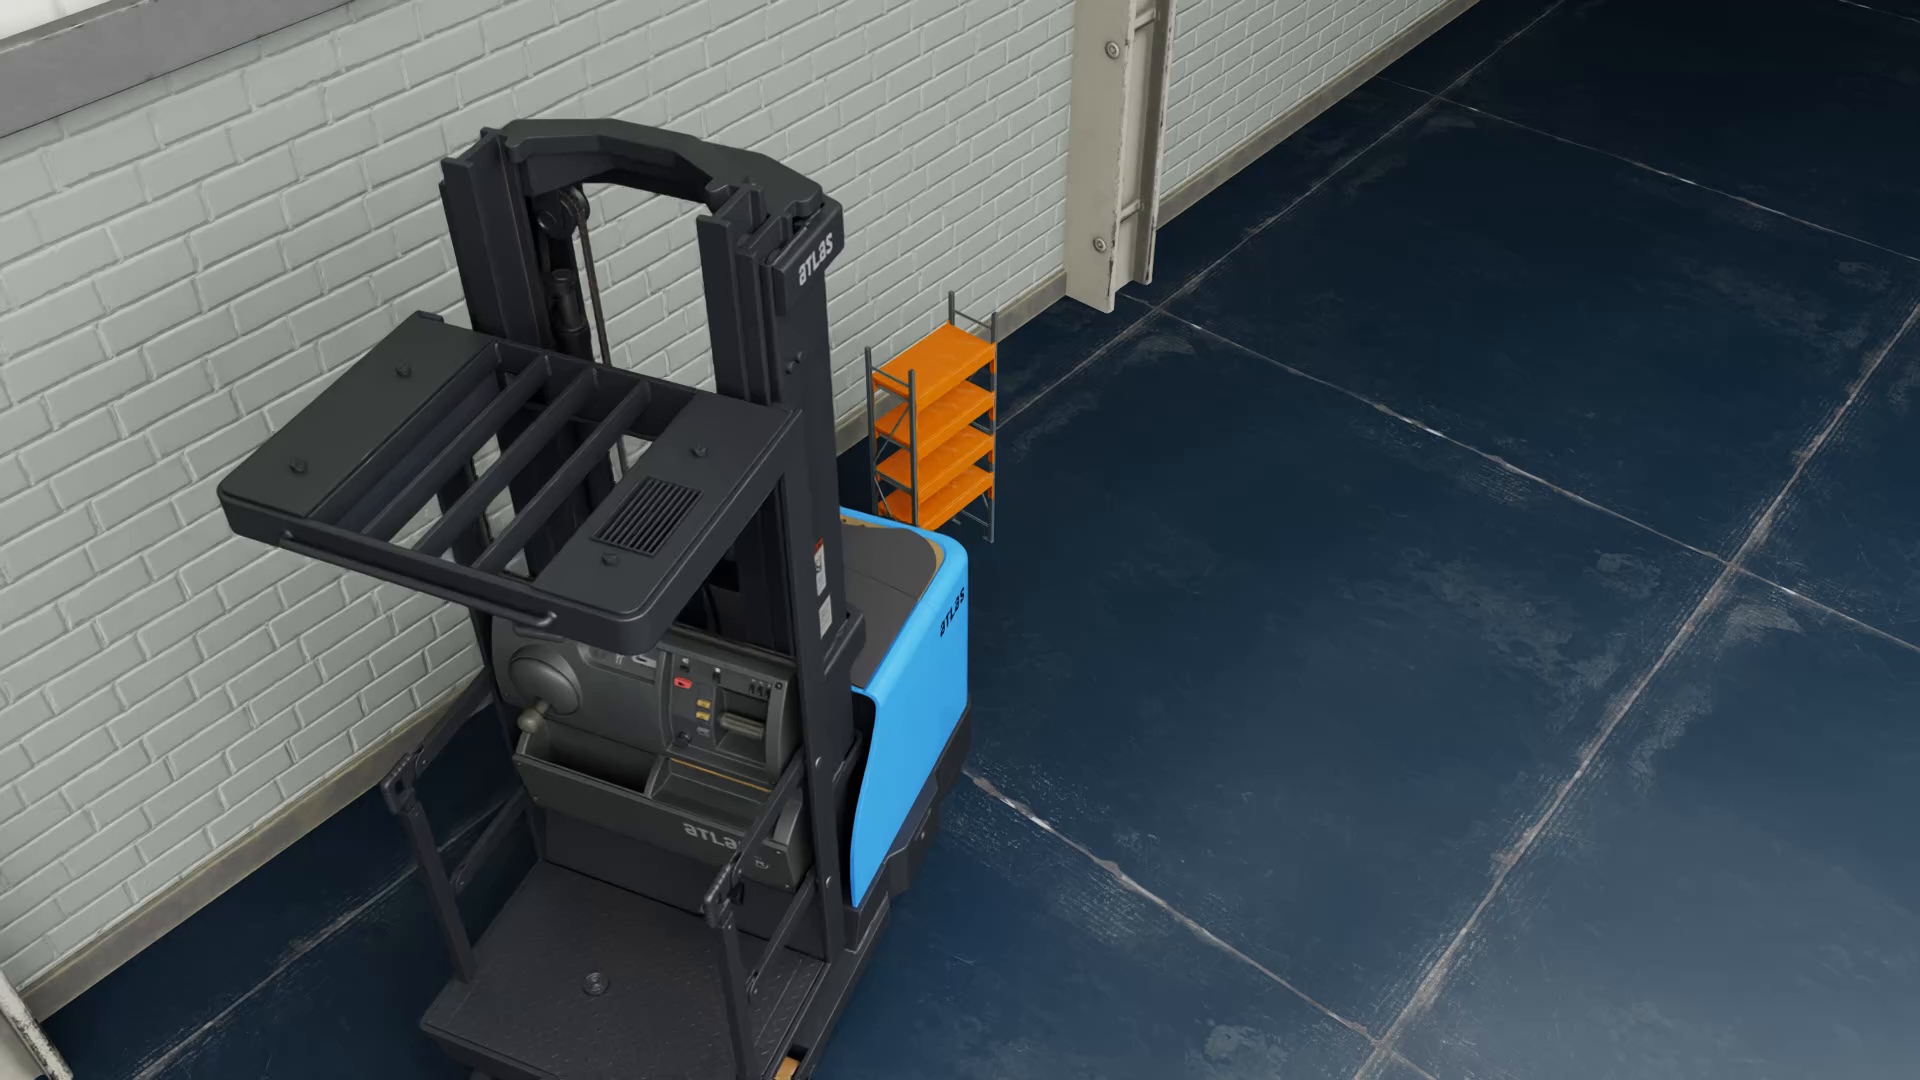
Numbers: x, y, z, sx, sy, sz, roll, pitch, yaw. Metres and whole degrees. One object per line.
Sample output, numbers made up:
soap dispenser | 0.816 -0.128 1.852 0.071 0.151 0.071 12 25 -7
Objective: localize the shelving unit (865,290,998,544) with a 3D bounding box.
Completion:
shelving unit | -0.107 -0.359 6.753 0.258 1.200 0.503 29 50 28

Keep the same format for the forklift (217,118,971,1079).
forklift | -0.983 0.507 4.514 1.130 2.935 3.031 15 44 16

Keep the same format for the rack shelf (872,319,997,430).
rack shelf | -0.107 -0.649 6.488 0.258 0.148 0.480 29 50 28

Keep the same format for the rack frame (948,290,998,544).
rack frame | 0.051 -0.484 6.891 0.240 1.200 0.015 29 50 28

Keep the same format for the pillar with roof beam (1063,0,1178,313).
pillar with roof beam | 4.063 -2.794 3.634 9.100 9.000 0.400 29 50 28

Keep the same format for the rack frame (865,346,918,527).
rack frame | -0.264 -0.233 6.614 0.240 1.200 0.015 29 50 28

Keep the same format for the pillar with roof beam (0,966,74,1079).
pillar with roof beam | 0.201 0.296 0.236 9.100 9.000 0.400 29 50 28

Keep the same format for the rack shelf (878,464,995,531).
rack shelf | -0.107 -0.162 6.931 0.258 0.148 0.480 29 50 28

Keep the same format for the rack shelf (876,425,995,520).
rack shelf | -0.107 -0.309 6.798 0.258 0.148 0.480 29 50 28

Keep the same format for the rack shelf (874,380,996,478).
rack shelf | -0.107 -0.474 6.647 0.258 0.148 0.480 29 50 28
